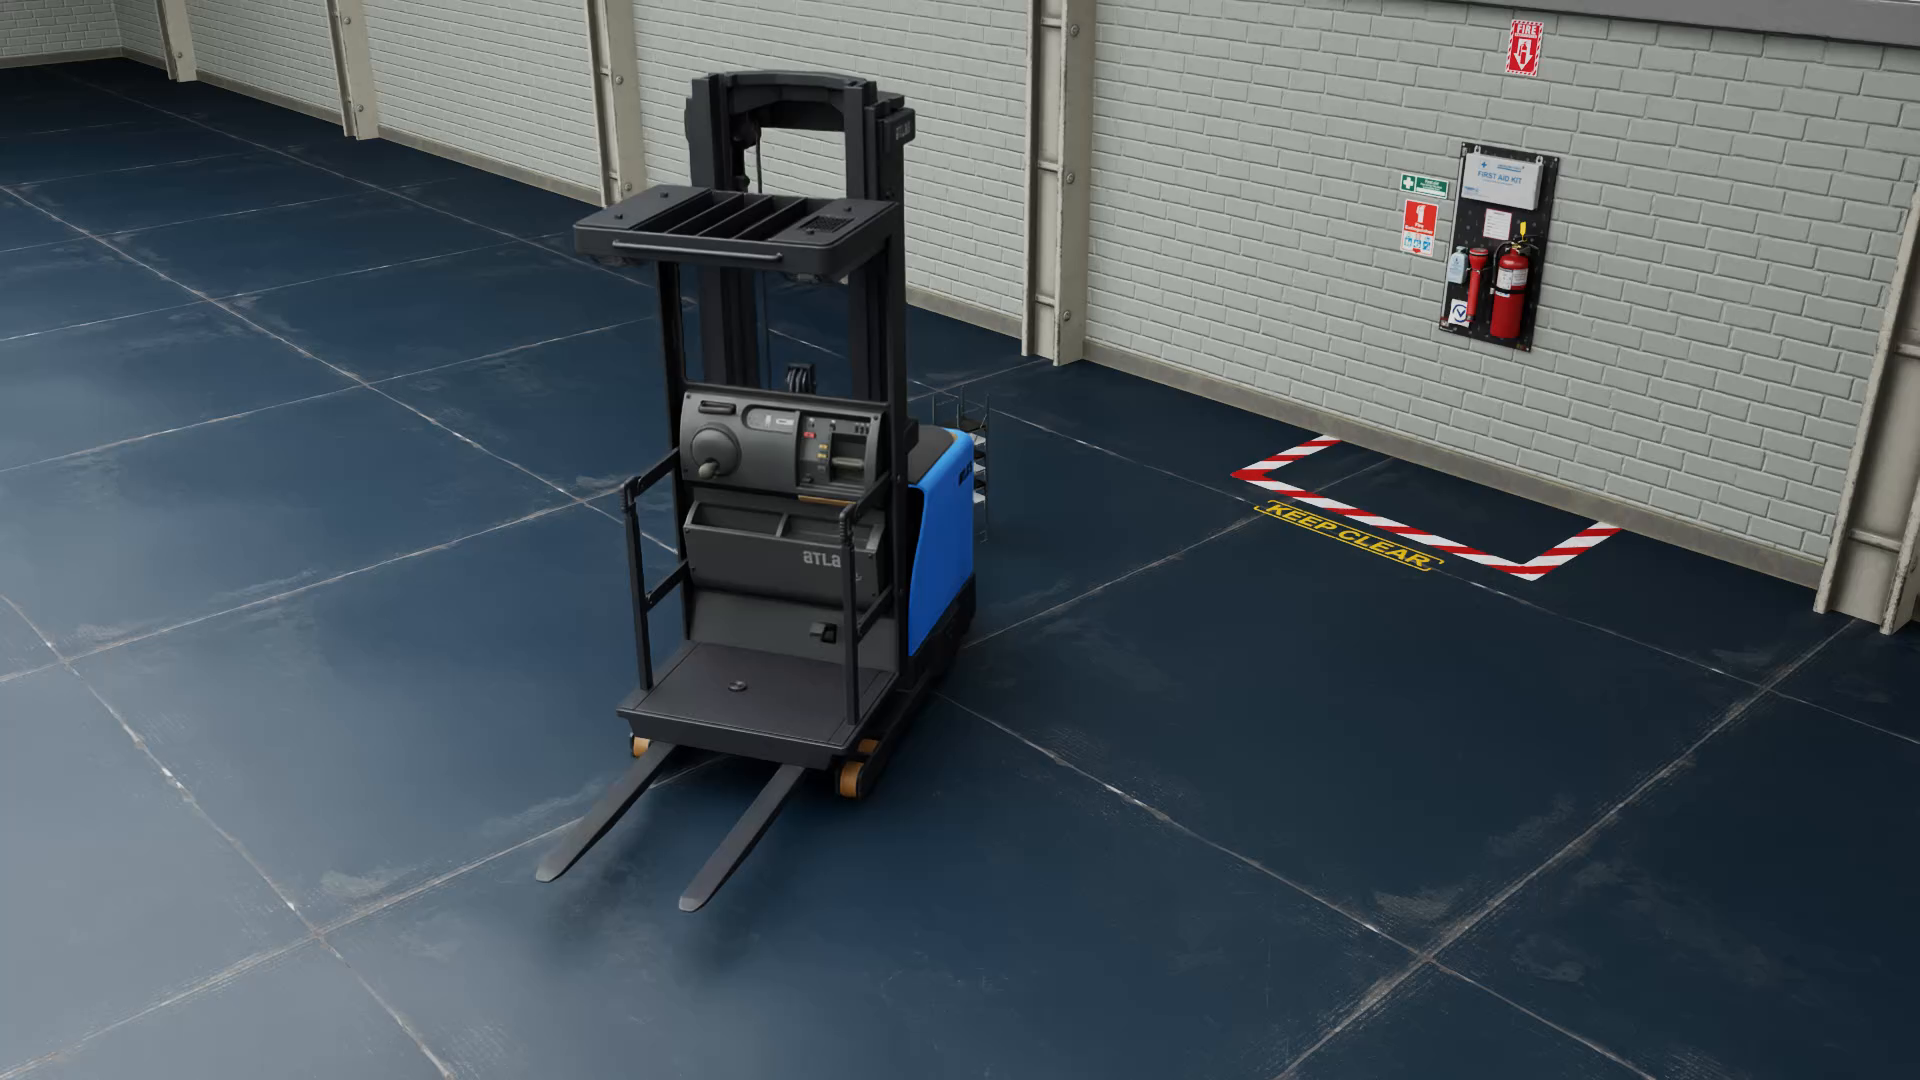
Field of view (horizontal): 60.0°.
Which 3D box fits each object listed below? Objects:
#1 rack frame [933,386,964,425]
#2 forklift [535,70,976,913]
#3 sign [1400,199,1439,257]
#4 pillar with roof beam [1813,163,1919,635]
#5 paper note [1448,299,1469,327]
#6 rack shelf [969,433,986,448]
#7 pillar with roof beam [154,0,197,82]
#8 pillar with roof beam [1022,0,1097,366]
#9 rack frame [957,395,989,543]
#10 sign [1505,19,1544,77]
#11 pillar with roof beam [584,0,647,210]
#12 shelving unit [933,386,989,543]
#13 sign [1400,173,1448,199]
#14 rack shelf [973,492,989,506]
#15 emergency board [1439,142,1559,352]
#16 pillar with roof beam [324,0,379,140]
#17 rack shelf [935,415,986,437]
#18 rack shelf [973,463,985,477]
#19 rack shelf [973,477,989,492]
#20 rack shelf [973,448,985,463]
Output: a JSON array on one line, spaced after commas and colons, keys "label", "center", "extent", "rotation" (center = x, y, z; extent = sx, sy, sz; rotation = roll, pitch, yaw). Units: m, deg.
[{"label": "rack frame", "center": [-0.064, -0.438, 9.625], "extent": [0.240, 0.900, 0.006], "rotation": [-21, 32, -38]}, {"label": "forklift", "center": [-0.851, -0.388, 7.070], "extent": [1.130, 2.935, 3.031], "rotation": [8, 26, 16]}, {"label": "sign", "center": [2.858, -1.943, 10.352], "extent": [0.001, 0.329, 0.234], "rotation": [-21, 32, -38]}, {"label": "pillar with roof beam", "center": [1.680, -2.479, 4.341], "extent": [9.100, 9.000, 0.400], "rotation": [-21, 32, -38]}, {"label": "paper note", "center": [3.090, -1.403, 10.272], "extent": [0.016, 0.148, 0.142], "rotation": [-21, 32, -38]}, {"label": "rack shelf", "center": [0.006, -0.540, 9.497], "extent": [0.258, 0.077, 0.200], "rotation": [-21, 32, -38]}, {"label": "pillar with roof beam", "center": [-14.724, -9.750, 20.280], "extent": [9.100, 9.000, 0.400], "rotation": [-21, 32, -38]}, {"label": "pillar with roof beam", "center": [-2.421, -4.297, 8.326], "extent": [9.100, 9.000, 0.400], "rotation": [-21, 32, -38]}, {"label": "rack frame", "center": [0.075, -0.376, 9.490], "extent": [0.240, 0.900, 0.006], "rotation": [-21, 32, -38]}, {"label": "sign", "center": [3.228, -2.815, 9.515], "extent": [0.001, 0.298, 0.199], "rotation": [-21, 32, -38]}, {"label": "pillar with roof beam", "center": [-6.522, -6.114, 12.311], "extent": [9.100, 9.000, 0.400], "rotation": [-21, 32, -38]}, {"label": "shelving unit", "center": [0.006, -0.407, 9.558], "extent": [0.258, 0.900, 0.210], "rotation": [-21, 32, -38]}, {"label": "sign", "center": [2.855, -2.180, 10.234], "extent": [0.001, 0.109, 0.331], "rotation": [-21, 32, -38]}, {"label": "rack shelf", "center": [0.006, -0.213, 9.646], "extent": [0.258, 0.077, 0.200], "rotation": [-21, 32, -38]}, {"label": "emergency board", "center": [3.161, -1.730, 9.928], "extent": [0.194, 1.169, 0.643], "rotation": [-21, 32, -38]}, {"label": "pillar with roof beam", "center": [-10.623, -7.932, 16.295], "extent": [9.100, 9.000, 0.400], "rotation": [-21, 32, -38]}, {"label": "rack shelf", "center": [0.006, -0.622, 9.460], "extent": [0.258, 0.077, 0.200], "rotation": [-21, 32, -38]}, {"label": "rack shelf", "center": [0.006, -0.377, 9.572], "extent": [0.258, 0.077, 0.200], "rotation": [-21, 32, -38]}, {"label": "rack shelf", "center": [0.006, -0.295, 9.609], "extent": [0.258, 0.077, 0.200], "rotation": [-21, 32, -38]}, {"label": "rack shelf", "center": [0.006, -0.459, 9.534], "extent": [0.258, 0.077, 0.200], "rotation": [-21, 32, -38]}]
